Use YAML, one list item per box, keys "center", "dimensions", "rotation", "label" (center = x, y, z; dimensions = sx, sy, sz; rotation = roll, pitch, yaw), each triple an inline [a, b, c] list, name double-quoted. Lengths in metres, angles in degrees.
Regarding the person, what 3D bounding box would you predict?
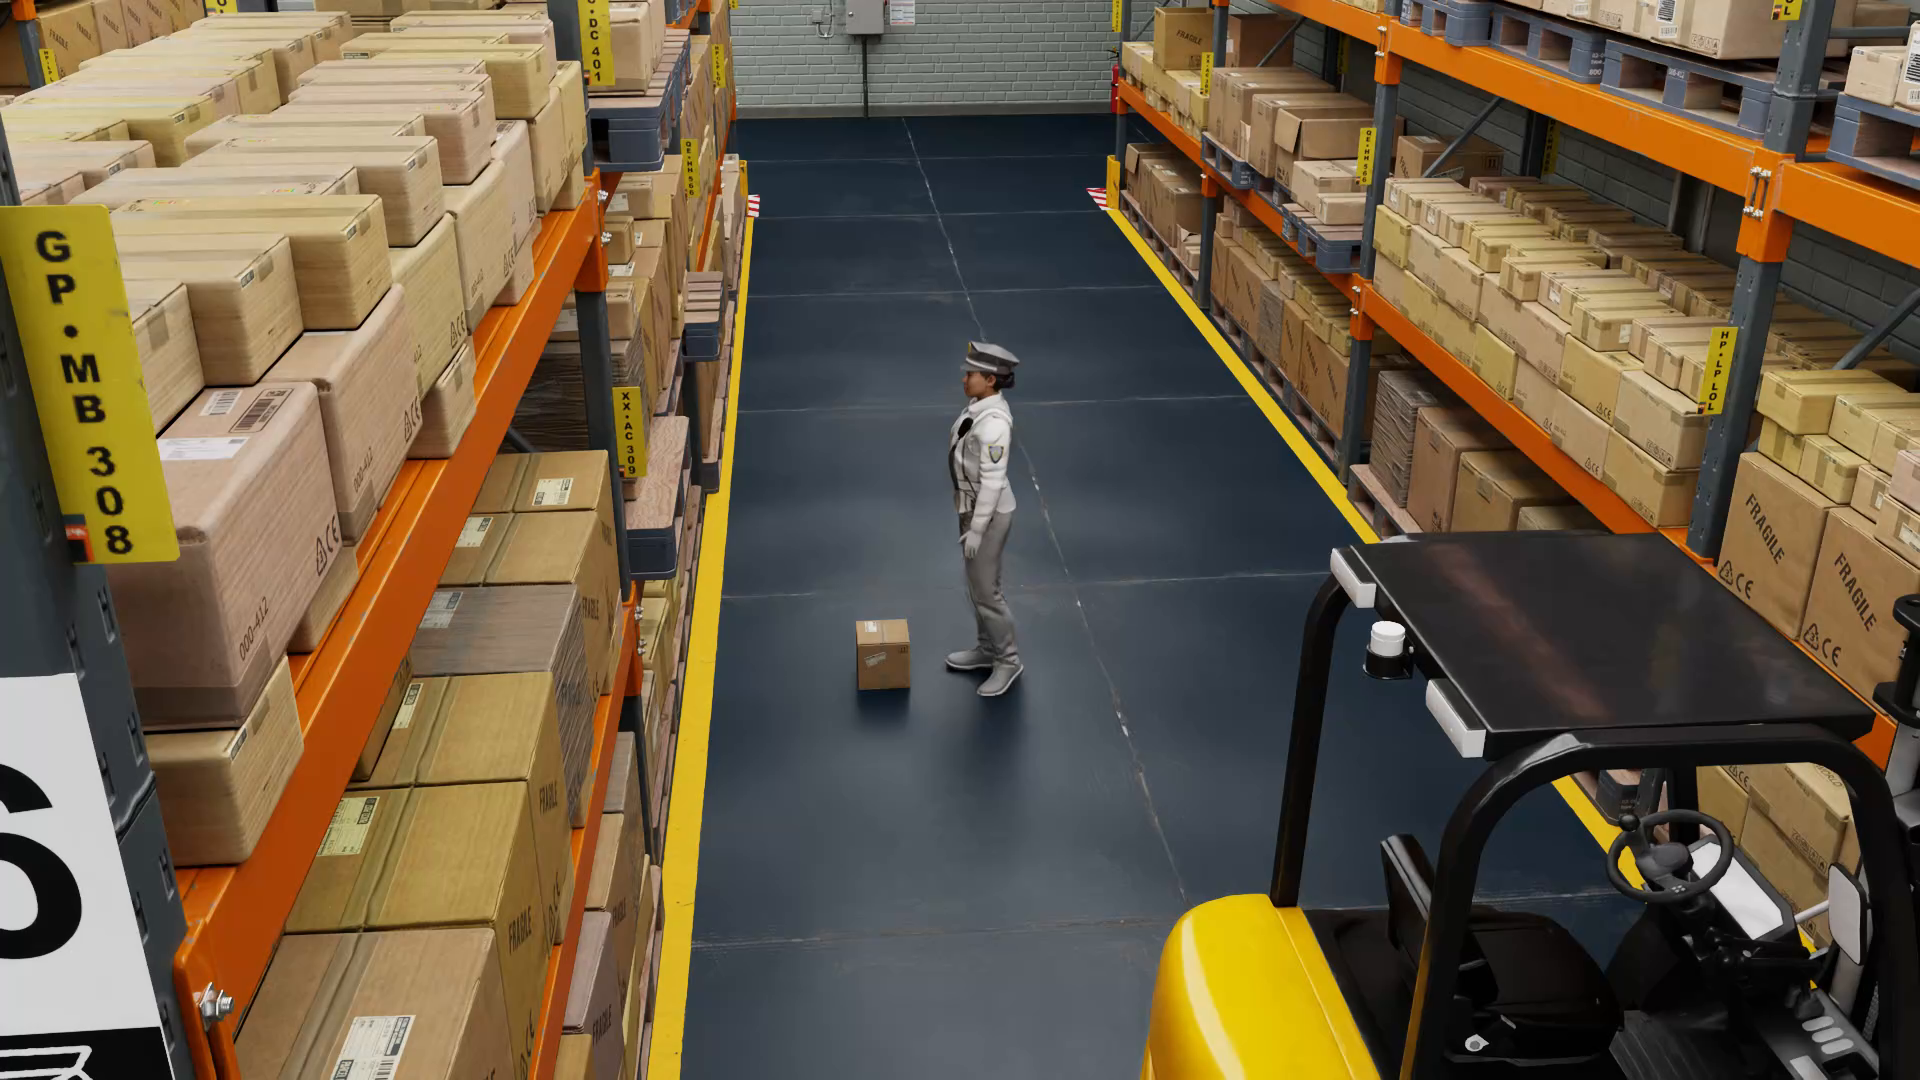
- center: [0.122, -0.109, 7.824]
  dimensions: [0.369, 1.713, 0.485]
  rotation: [-2, 24, -4]
  label: "person"
